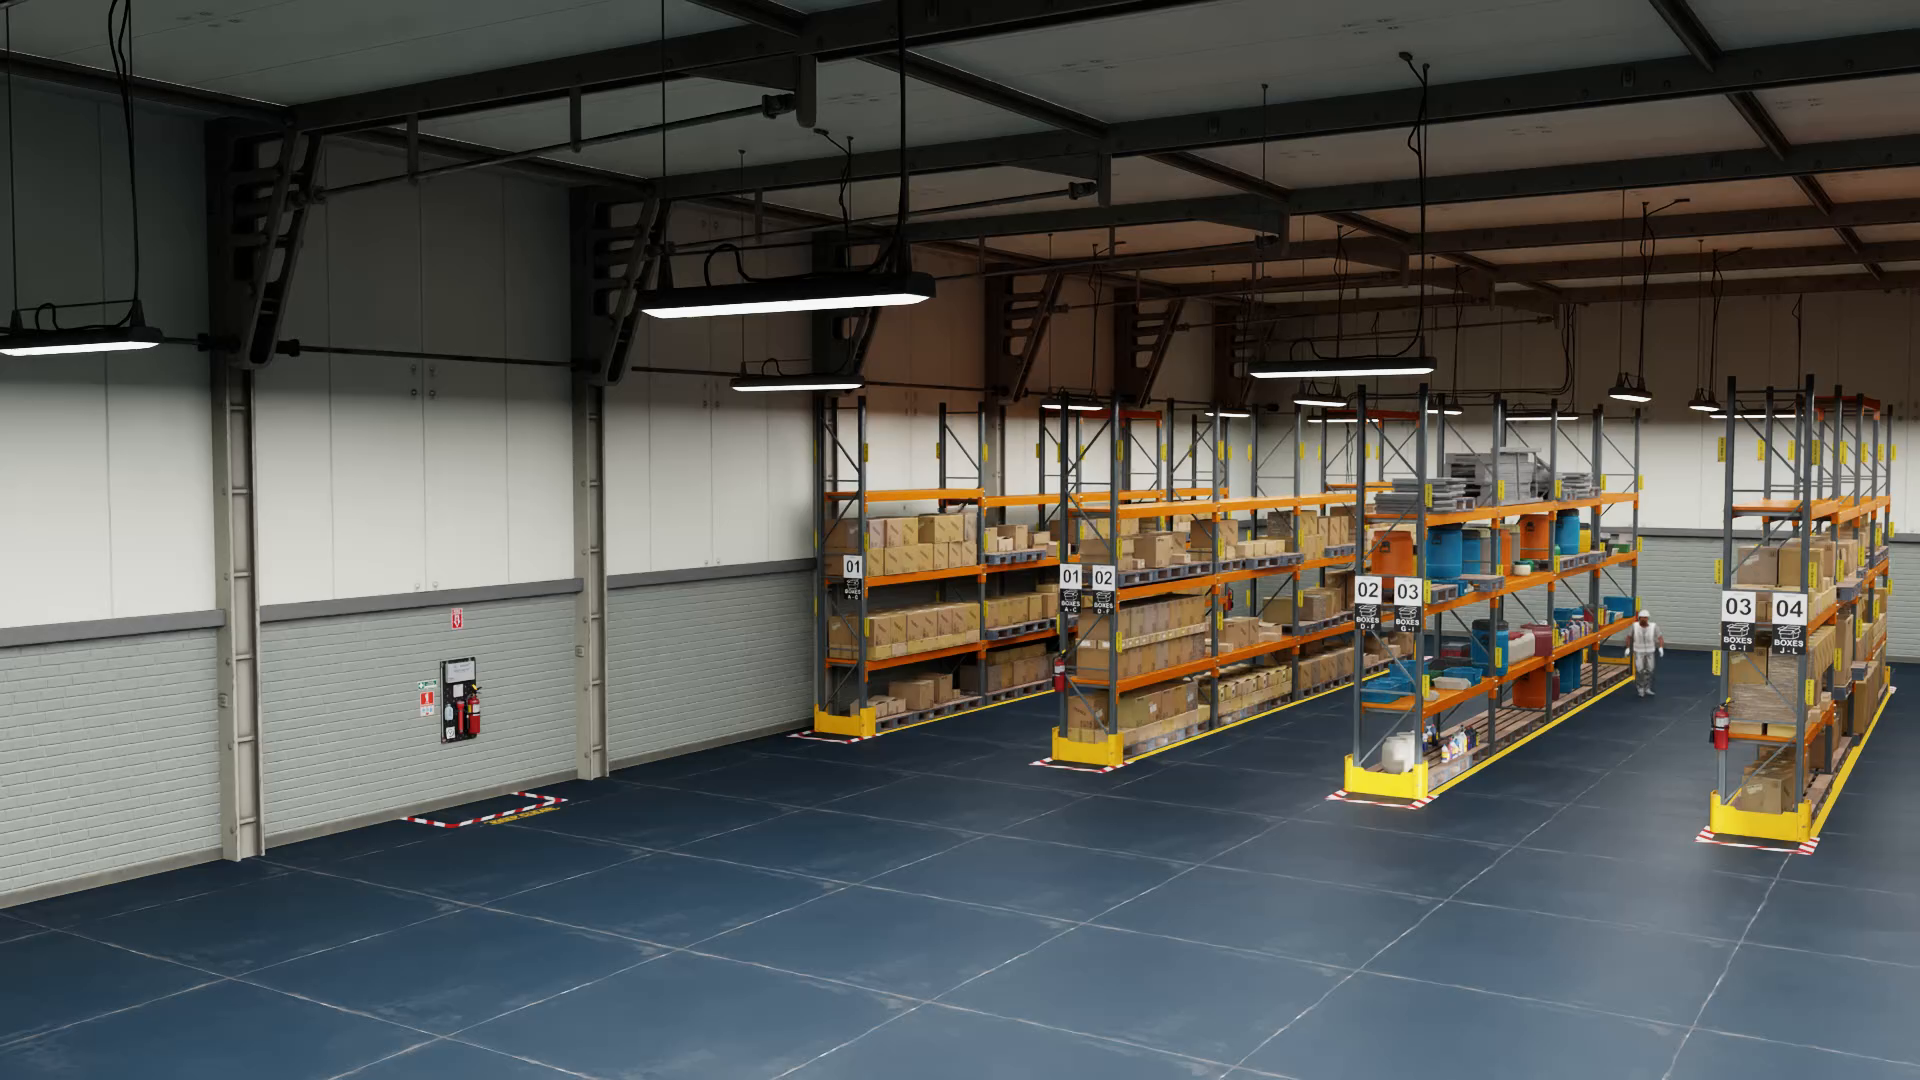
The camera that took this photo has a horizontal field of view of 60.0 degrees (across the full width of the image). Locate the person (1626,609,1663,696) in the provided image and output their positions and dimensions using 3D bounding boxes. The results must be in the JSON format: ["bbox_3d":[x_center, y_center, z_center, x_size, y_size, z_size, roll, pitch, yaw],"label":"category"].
[{"bbox_3d":[14.097,2.353,34.268,0.679,1.850,0.599,1,3,15],"label":"person"}]
